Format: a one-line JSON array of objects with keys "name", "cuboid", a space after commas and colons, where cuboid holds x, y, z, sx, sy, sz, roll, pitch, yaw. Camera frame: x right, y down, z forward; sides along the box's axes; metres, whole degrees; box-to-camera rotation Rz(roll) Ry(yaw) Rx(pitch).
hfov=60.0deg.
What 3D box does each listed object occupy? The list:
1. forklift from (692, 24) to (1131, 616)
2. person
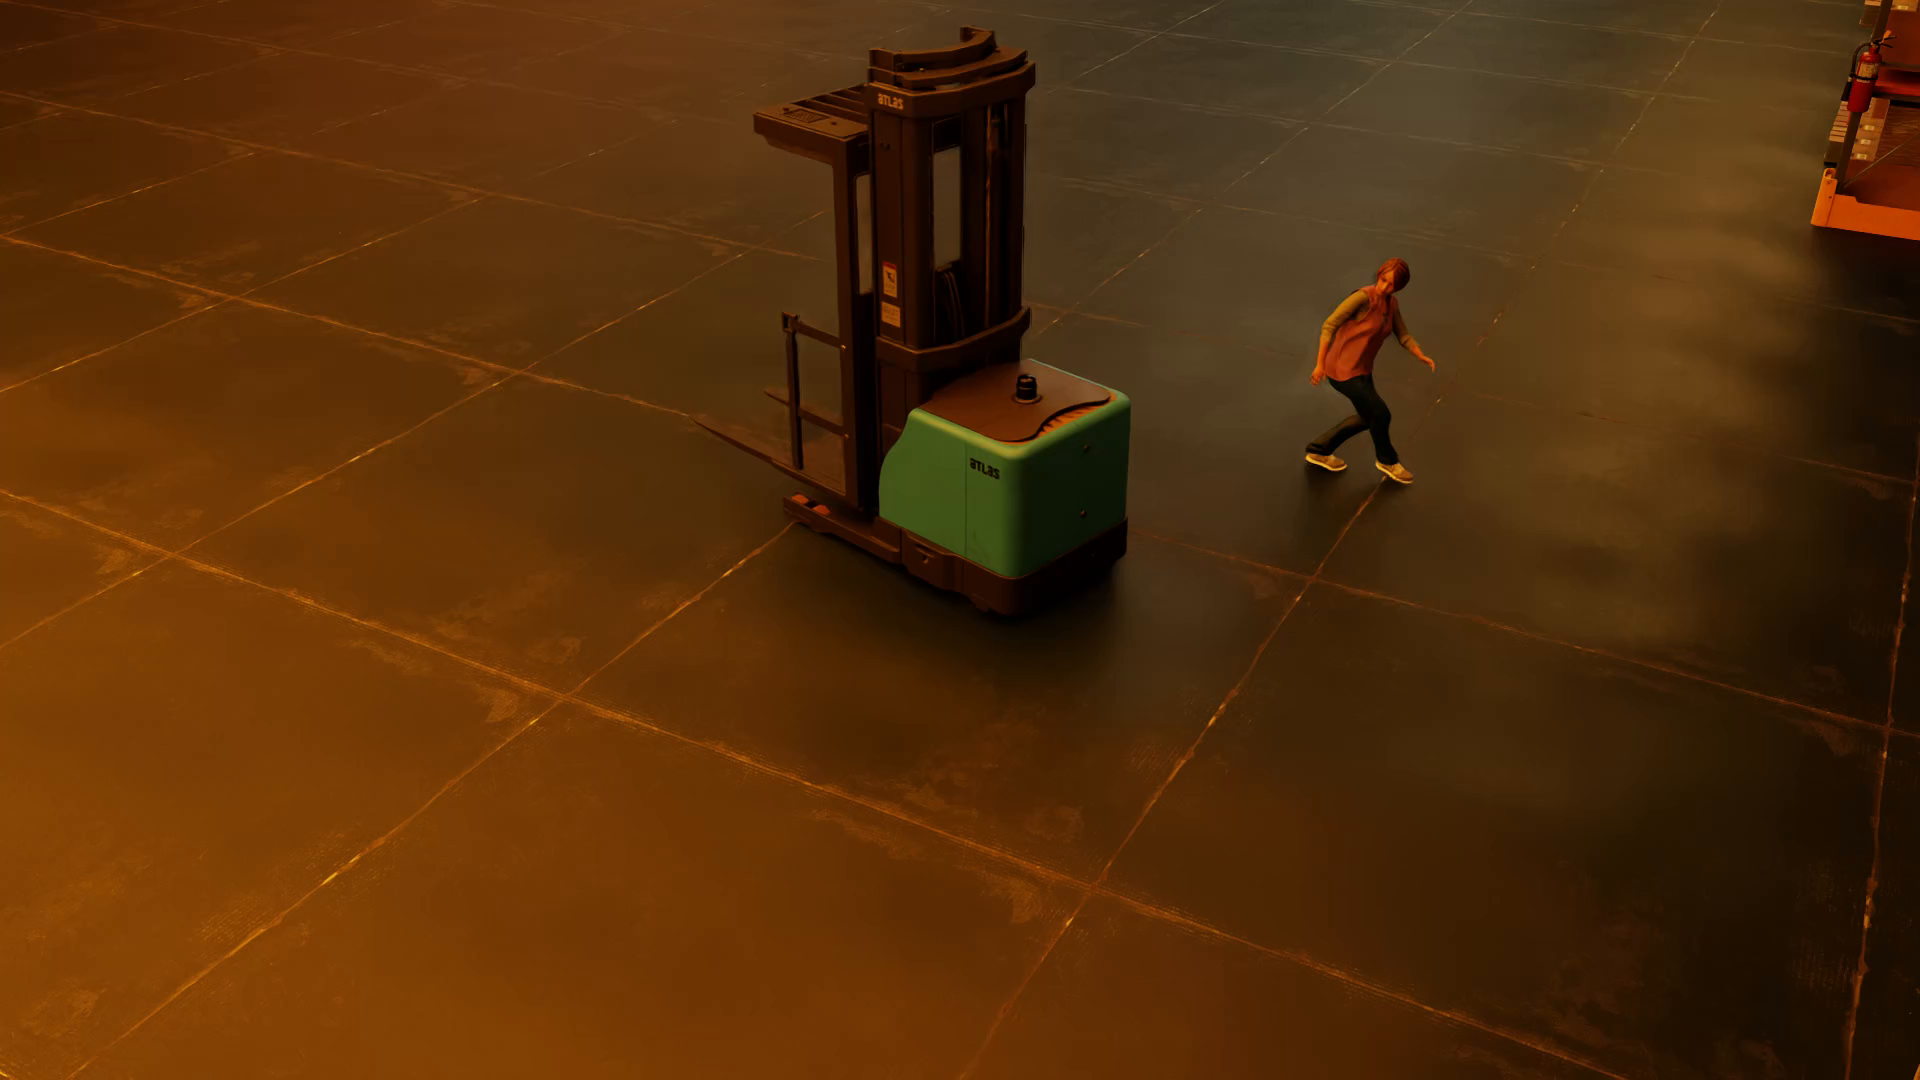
[{"name": "forklift", "cuboid": [-0.443, -1.479, 9.634, 3.031, 2.935, 1.130, 26, 39, 37]}, {"name": "person", "cuboid": [2.547, -1.010, 10.313, 0.744, 1.466, 0.656, 18, 34, 28]}]
